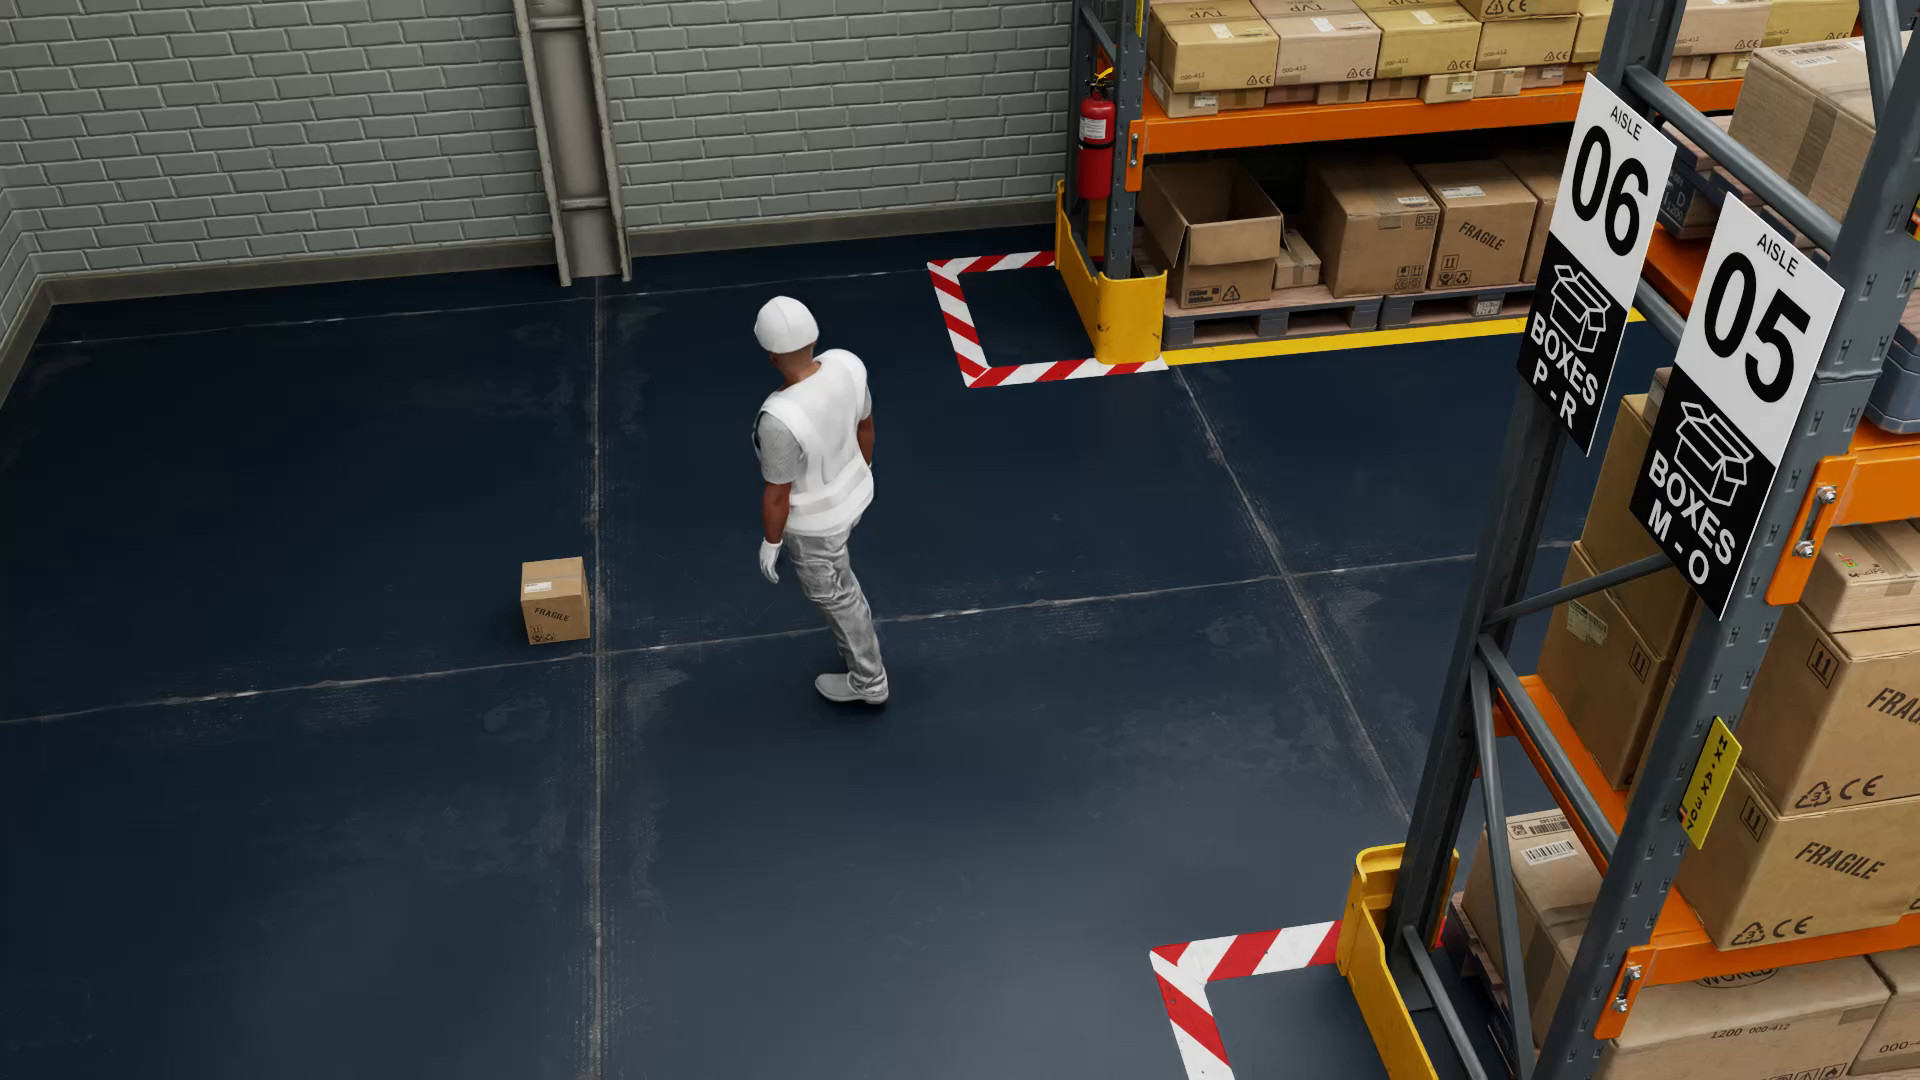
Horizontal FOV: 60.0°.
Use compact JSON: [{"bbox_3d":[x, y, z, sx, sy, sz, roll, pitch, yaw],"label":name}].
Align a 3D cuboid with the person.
[{"bbox_3d":[-0.511,-0.101,6.249,0.491,1.791,0.590,17,41,21],"label":"person"}]
